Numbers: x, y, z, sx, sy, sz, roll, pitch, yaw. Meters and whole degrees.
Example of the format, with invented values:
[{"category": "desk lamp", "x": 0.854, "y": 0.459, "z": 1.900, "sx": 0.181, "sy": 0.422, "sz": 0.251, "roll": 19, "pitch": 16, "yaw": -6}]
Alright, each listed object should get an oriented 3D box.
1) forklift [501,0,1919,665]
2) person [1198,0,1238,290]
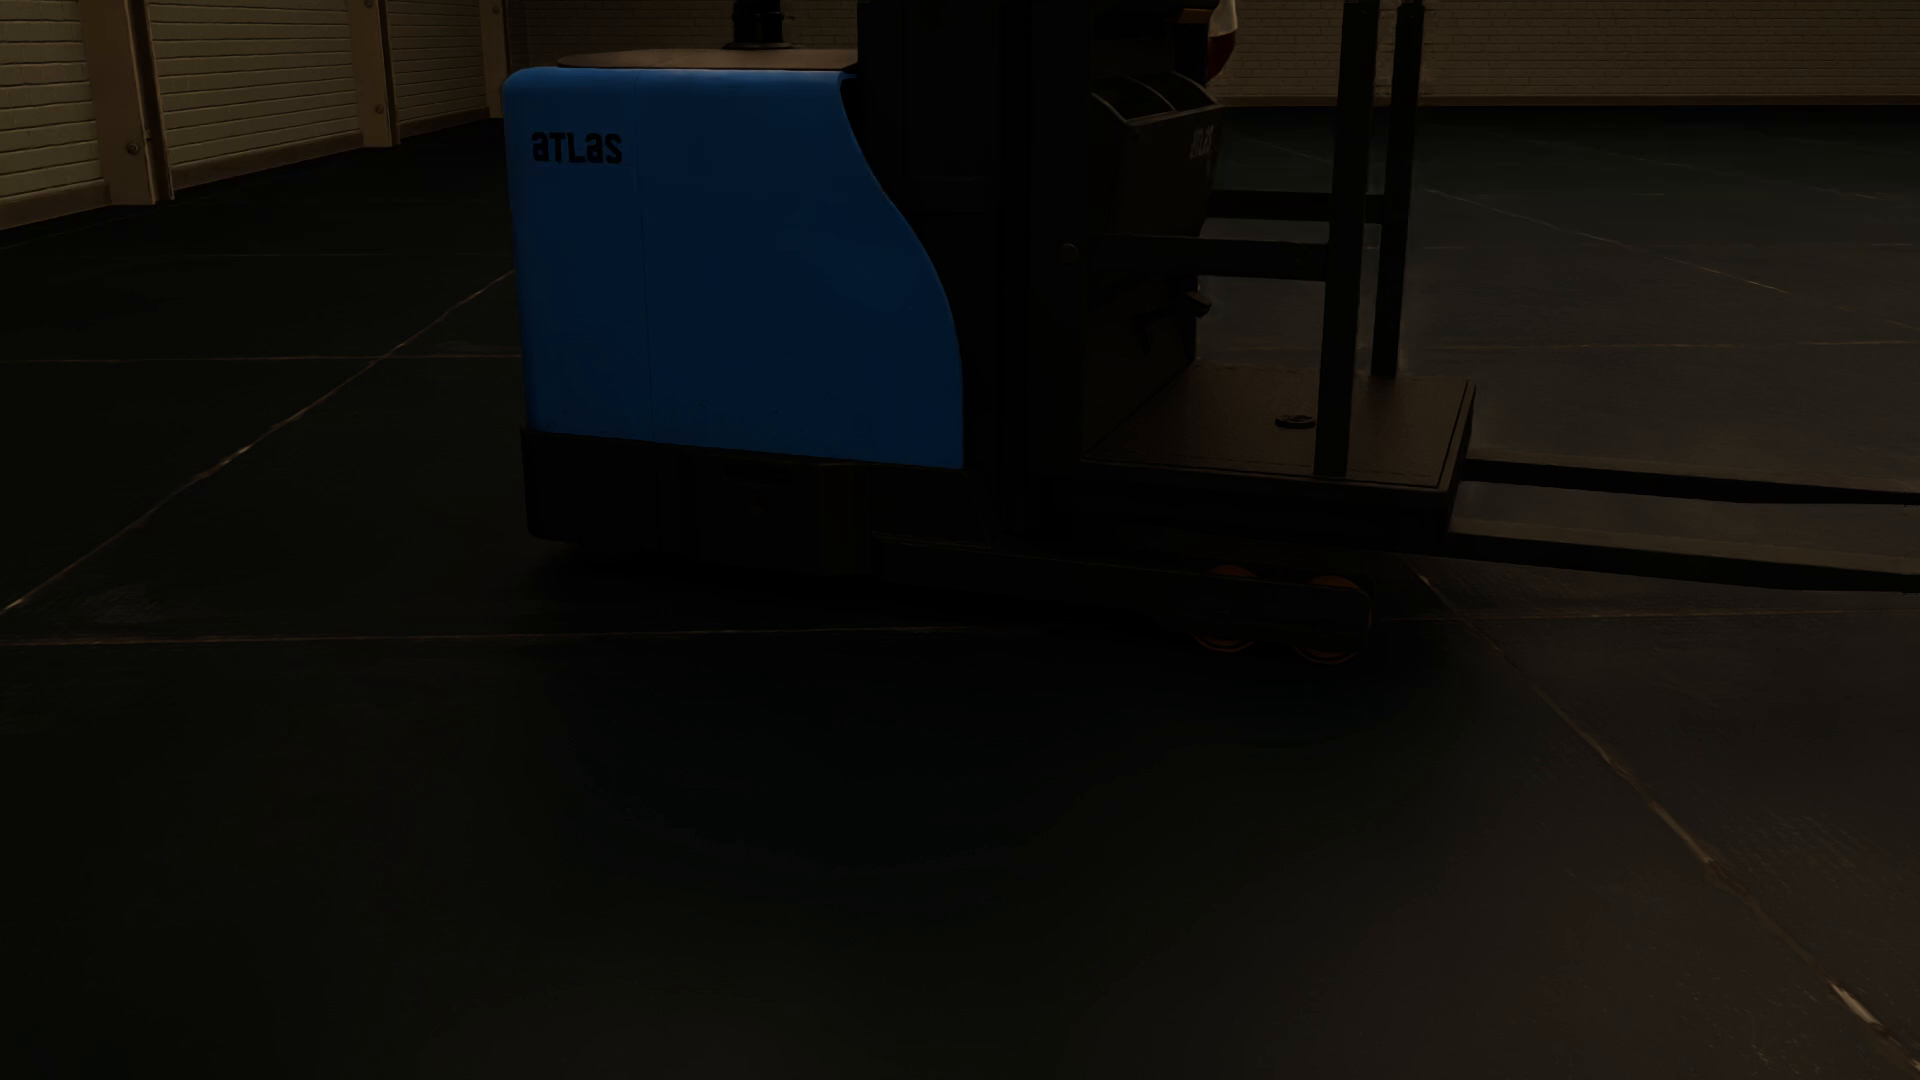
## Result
[{"category": "forklift", "x": 0.600, "y": -1.340, "z": 3.289, "sx": 3.031, "sy": 2.935, "sz": 1.130, "roll": 6, "pitch": 18, "yaw": 18}, {"category": "person", "x": 0.631, "y": -1.617, "z": 6.249, "sx": 0.816, "sy": 1.732, "sz": 0.490, "roll": -3, "pitch": 17, "yaw": -10}]
